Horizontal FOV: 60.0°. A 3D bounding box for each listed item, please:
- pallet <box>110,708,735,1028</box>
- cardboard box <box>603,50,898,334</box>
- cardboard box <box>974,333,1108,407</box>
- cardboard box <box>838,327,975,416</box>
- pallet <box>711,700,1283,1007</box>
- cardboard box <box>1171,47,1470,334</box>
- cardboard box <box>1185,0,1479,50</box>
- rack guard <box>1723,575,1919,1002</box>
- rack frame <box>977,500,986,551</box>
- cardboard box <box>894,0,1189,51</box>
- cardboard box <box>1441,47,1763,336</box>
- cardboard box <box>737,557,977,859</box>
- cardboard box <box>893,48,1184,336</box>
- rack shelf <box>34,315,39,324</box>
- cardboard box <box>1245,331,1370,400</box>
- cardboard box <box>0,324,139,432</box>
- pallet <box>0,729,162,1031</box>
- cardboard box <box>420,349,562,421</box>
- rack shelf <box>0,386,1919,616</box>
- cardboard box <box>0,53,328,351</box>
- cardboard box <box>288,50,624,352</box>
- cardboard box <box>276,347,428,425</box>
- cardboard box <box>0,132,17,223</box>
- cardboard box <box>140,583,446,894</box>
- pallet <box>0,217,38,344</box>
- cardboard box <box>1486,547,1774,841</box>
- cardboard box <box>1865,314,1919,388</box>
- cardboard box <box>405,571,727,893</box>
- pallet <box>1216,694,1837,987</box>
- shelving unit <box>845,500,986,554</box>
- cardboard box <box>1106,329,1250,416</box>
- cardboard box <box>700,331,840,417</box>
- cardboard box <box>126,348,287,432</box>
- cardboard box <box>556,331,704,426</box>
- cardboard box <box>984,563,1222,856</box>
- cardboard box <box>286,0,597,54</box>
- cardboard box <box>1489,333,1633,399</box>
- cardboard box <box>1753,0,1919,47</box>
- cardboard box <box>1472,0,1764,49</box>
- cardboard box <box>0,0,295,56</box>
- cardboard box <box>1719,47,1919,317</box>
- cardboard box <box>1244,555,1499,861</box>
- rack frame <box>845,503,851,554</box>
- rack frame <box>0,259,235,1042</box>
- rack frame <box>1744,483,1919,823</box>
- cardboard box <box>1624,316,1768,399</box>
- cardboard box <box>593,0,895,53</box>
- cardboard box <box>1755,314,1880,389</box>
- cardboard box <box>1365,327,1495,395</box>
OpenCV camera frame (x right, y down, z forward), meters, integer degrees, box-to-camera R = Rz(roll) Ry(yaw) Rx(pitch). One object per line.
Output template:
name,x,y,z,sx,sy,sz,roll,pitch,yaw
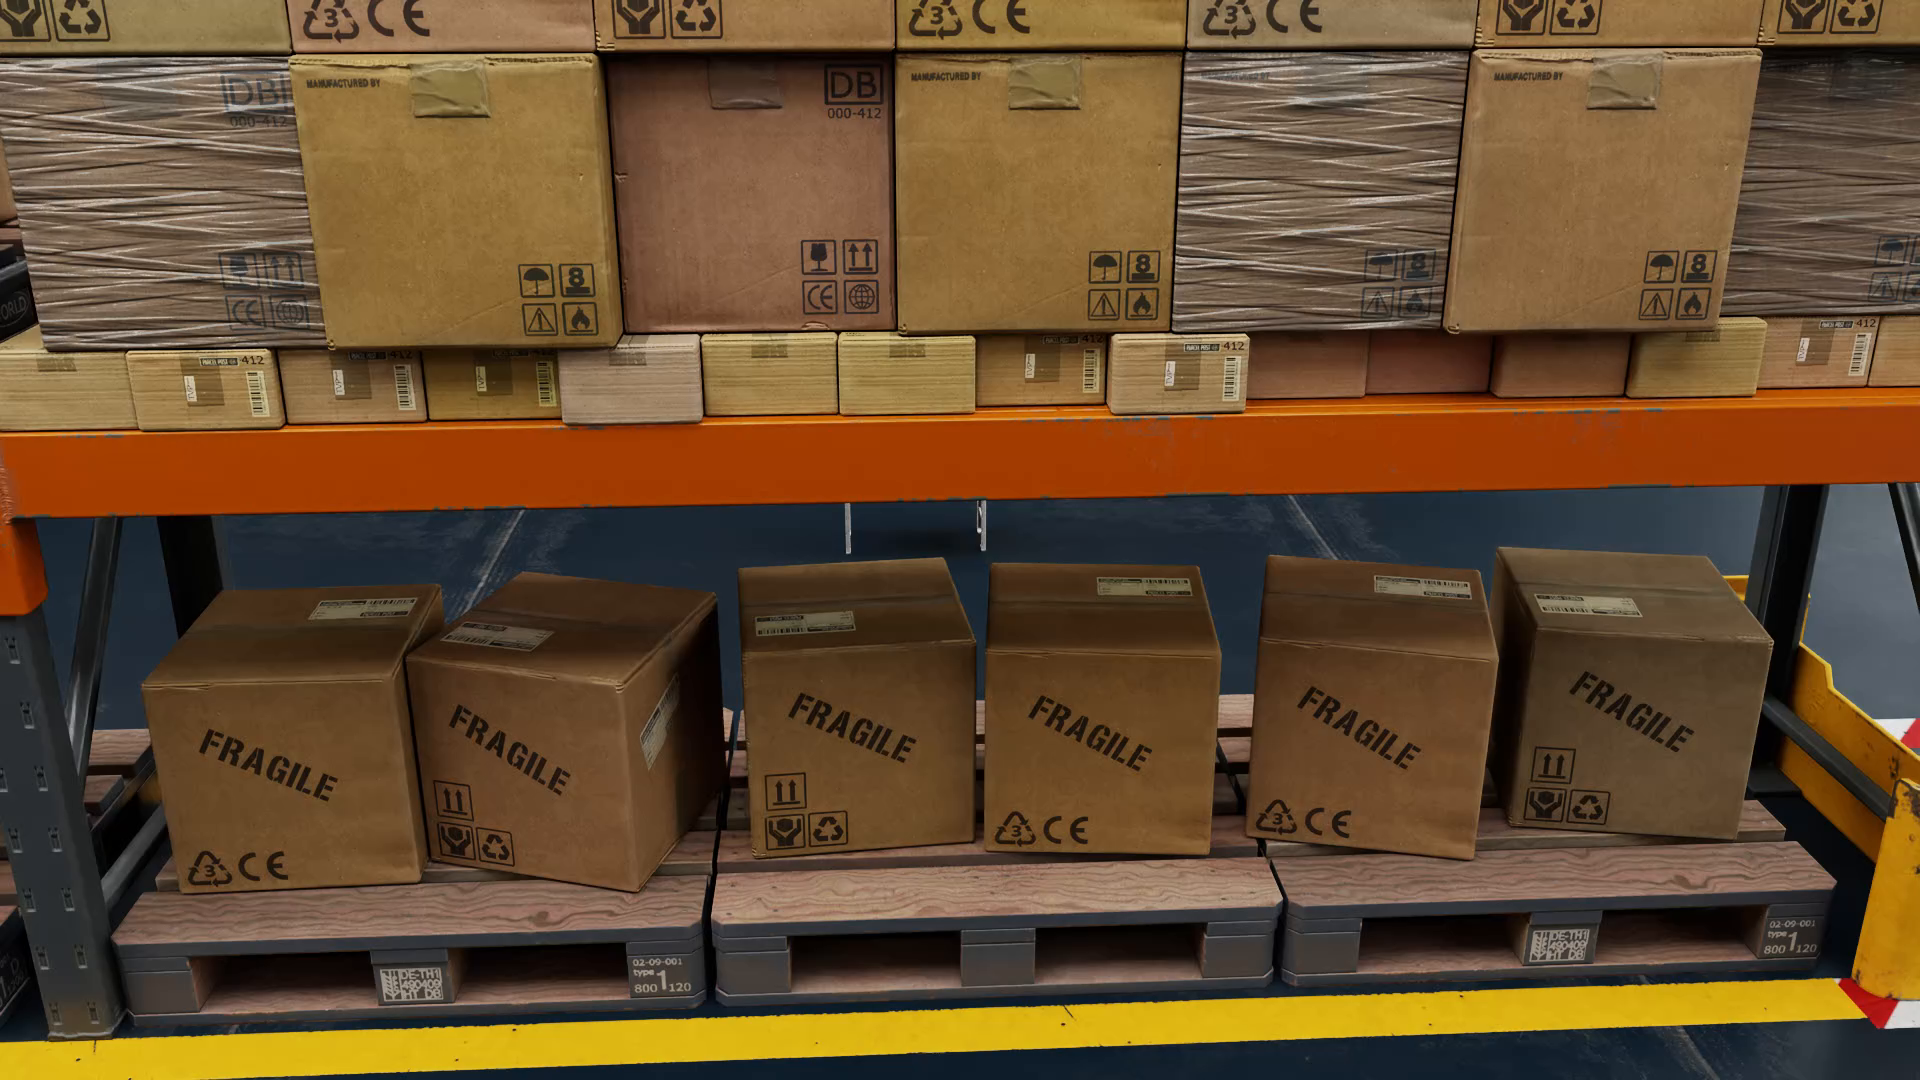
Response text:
pallet,-1.167,0.727,3.914,1.213,0.211,1.003,-1,21,-3
cardboard box,-0.388,-0.766,3.359,0.500,0.500,0.875,-1,21,-3
cardboard box,0.140,-0.386,3.273,0.250,0.149,0.380,-1,21,-3
cardboard box,-0.107,-0.365,3.217,0.250,0.149,0.380,-1,21,-3
pallet,0.054,0.701,3.982,1.213,0.211,1.003,-1,21,-3
cardboard box,0.613,-0.768,3.363,0.500,0.500,0.875,-1,21,-3
cardboard box,0.625,-1.164,2.998,0.500,0.500,0.500,-1,21,-3
rack guard,2.082,0.539,4.003,0.348,0.500,1.175,-1,21,-3
rack frame,0.078,-0.562,5.912,0.015,1.200,0.240,-1,21,-3
cardboard box,0.125,-1.156,2.979,0.500,0.500,0.500,-1,21,-3
cardboard box,1.115,-0.763,3.350,0.500,0.500,0.875,-1,21,-3
cardboard box,-0.247,0.373,3.847,0.500,0.500,0.500,-3,21,-8
cardboard box,0.113,-0.762,3.348,0.500,0.500,0.875,-1,21,-3
rack shelf,-3.832,-0.173,3.371,4.000,0.370,1.077,-1,21,-3
cardboard box,0.638,-0.403,3.318,0.250,0.149,0.380,-1,21,-3
cardboard box,-1.604,-0.330,3.125,0.250,0.149,0.380,-1,21,-3
pallet,-2.613,0.770,3.803,1.213,0.211,1.003,-1,21,-3
cardboard box,-0.856,-0.354,3.187,0.250,0.149,0.380,-1,21,-3
rack shelf,0.161,-0.254,3.584,4.000,0.370,1.077,-1,21,-3
cardboard box,-1.383,-0.723,3.245,0.500,0.500,0.875,-1,21,-3
cardboard box,-0.882,-0.720,3.239,0.500,0.500,0.875,-1,21,-3
cardboard box,-1.106,-0.345,3.165,0.250,0.149,0.380,-1,21,-3
cardboard box,-2.637,-1.060,3.256,1.000,1.000,1.000,-1,21,-3
cardboard box,-1.434,0.428,3.703,0.500,0.500,0.500,-2,21,-5
pallet,-2.607,-0.496,3.478,1.213,0.211,1.003,-1,21,-3
cardboard box,1.533,0.348,3.915,0.500,0.500,0.500,3,21,7
cardboard box,1.885,-0.435,3.400,0.250,0.149,0.380,-1,21,-3
cardboard box,-0.863,0.414,3.741,0.500,0.500,0.500,5,22,14
pallet,1.269,0.678,4.044,1.213,0.211,1.003,-1,21,-3
shelving unit,-0.165,-0.557,5.899,0.503,1.200,0.258,-1,21,-3
cardboard box,0.393,-0.367,3.222,0.250,0.149,0.380,-1,21,-3
cardboard box,-0.357,-0.364,3.214,0.250,0.149,0.380,-1,21,-3
cardboard box,-1.354,-0.330,3.126,0.250,0.149,0.380,-1,21,-3
cardboard box,-0.605,-0.344,3.162,0.250,0.149,0.380,-1,21,-3
cardboard box,0.312,0.378,3.835,0.500,0.500,0.500,1,21,2
cardboard box,-0.873,-1.132,2.916,0.500,0.500,0.500,-1,21,-3
cardboard box,1.138,-0.407,3.327,0.250,0.149,0.380,-1,21,-3
cardboard box,1.623,-1.185,3.054,0.500,0.500,0.500,-1,21,-3
cardboard box,1.124,-1.173,3.022,0.500,0.500,0.500,-1,21,-3
cardboard box,-1.372,-1.122,2.888,0.500,0.500,0.500,-1,21,-3
cardboard box,1.607,-0.815,3.488,0.500,0.500,0.875,-1,21,-3
cardboard box,0.939,0.372,3.851,0.500,0.500,0.500,4,21,11
rack frame,-0.409,-0.552,5.886,0.015,1.200,0.240,-1,21,-3
rack frame,-1.836,-0.550,3.349,0.127,3.000,1.000,-1,21,-3
rack frame,2.158,-0.631,3.563,0.127,3.000,1.000,-1,21,-3
cardboard box,1.389,-0.406,3.325,0.250,0.149,0.380,-1,21,-3
cardboard box,-0.374,-1.142,2.942,0.500,0.500,0.500,-1,21,-3
cardboard box,1.635,-0.430,3.387,0.250,0.149,0.380,-1,21,-3
cardboard box,0.886,-0.416,3.352,0.250,0.149,0.380,-1,21,-3
